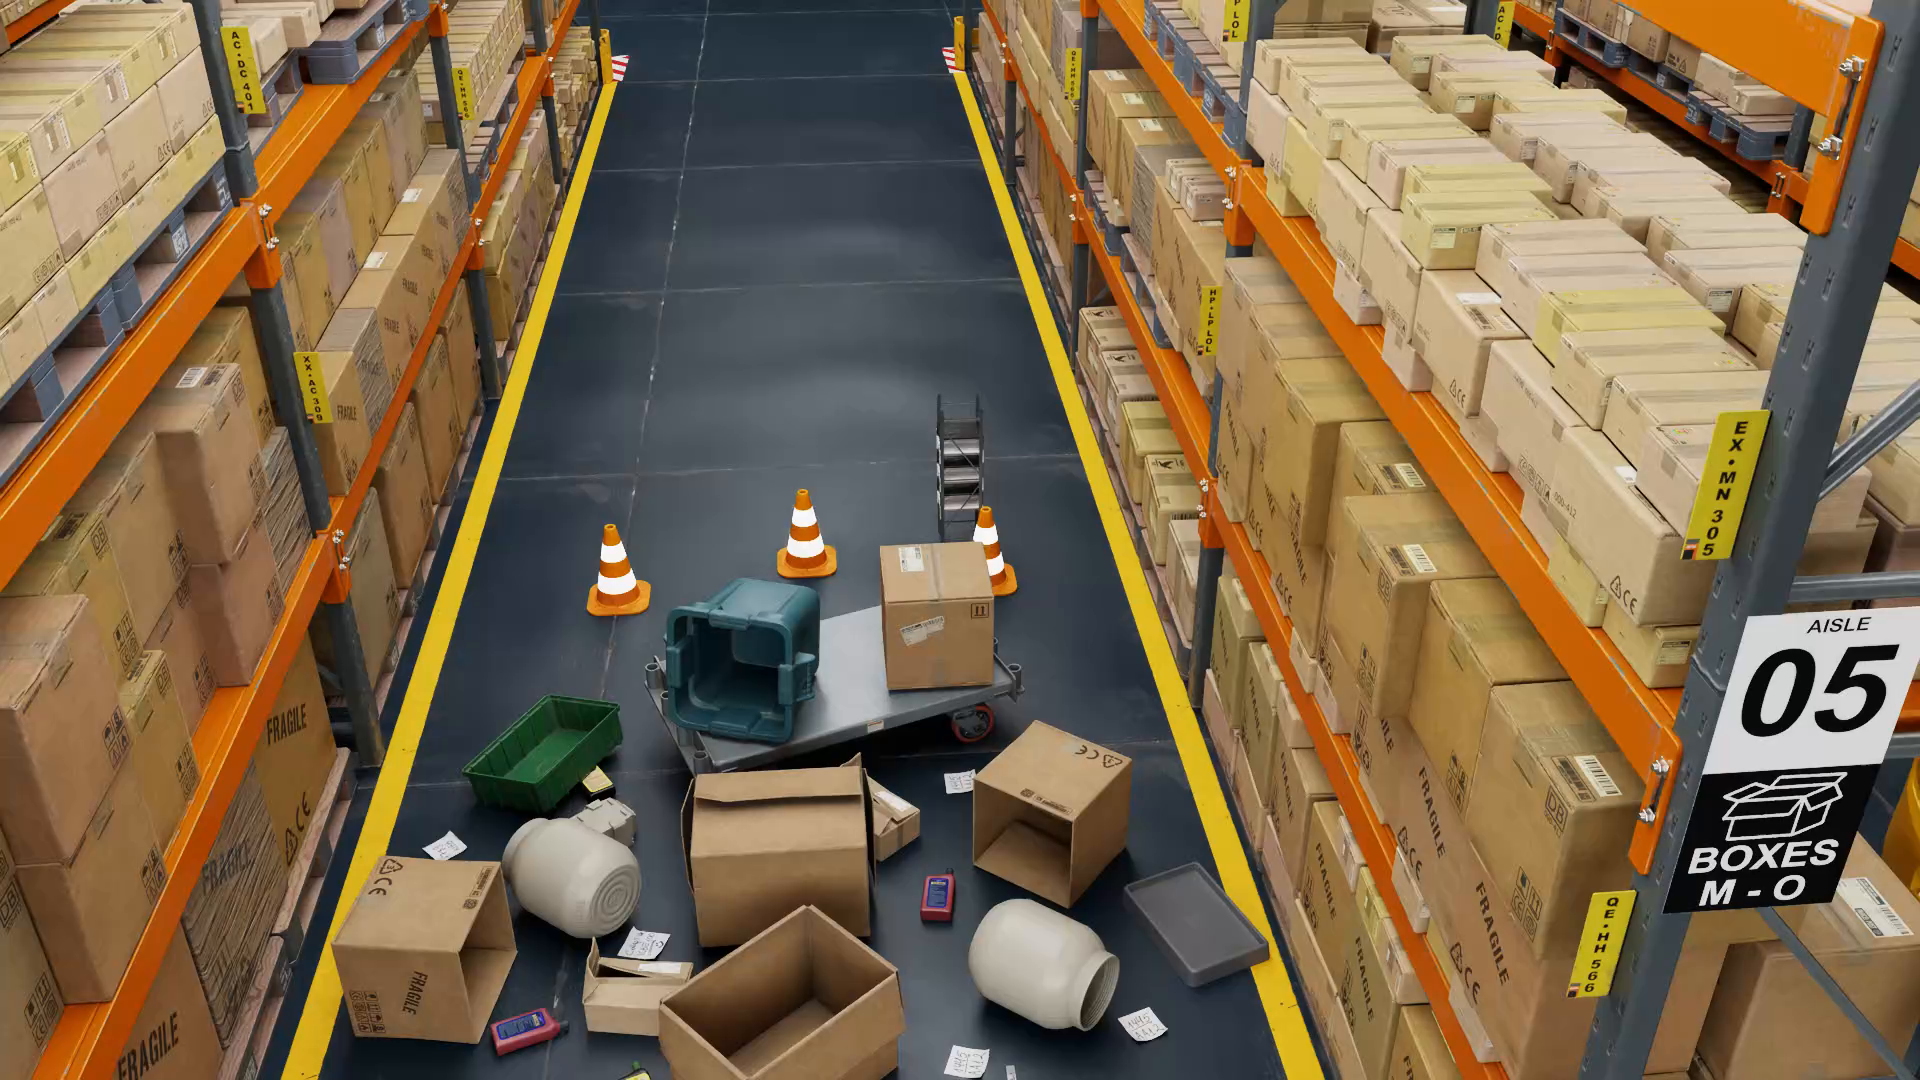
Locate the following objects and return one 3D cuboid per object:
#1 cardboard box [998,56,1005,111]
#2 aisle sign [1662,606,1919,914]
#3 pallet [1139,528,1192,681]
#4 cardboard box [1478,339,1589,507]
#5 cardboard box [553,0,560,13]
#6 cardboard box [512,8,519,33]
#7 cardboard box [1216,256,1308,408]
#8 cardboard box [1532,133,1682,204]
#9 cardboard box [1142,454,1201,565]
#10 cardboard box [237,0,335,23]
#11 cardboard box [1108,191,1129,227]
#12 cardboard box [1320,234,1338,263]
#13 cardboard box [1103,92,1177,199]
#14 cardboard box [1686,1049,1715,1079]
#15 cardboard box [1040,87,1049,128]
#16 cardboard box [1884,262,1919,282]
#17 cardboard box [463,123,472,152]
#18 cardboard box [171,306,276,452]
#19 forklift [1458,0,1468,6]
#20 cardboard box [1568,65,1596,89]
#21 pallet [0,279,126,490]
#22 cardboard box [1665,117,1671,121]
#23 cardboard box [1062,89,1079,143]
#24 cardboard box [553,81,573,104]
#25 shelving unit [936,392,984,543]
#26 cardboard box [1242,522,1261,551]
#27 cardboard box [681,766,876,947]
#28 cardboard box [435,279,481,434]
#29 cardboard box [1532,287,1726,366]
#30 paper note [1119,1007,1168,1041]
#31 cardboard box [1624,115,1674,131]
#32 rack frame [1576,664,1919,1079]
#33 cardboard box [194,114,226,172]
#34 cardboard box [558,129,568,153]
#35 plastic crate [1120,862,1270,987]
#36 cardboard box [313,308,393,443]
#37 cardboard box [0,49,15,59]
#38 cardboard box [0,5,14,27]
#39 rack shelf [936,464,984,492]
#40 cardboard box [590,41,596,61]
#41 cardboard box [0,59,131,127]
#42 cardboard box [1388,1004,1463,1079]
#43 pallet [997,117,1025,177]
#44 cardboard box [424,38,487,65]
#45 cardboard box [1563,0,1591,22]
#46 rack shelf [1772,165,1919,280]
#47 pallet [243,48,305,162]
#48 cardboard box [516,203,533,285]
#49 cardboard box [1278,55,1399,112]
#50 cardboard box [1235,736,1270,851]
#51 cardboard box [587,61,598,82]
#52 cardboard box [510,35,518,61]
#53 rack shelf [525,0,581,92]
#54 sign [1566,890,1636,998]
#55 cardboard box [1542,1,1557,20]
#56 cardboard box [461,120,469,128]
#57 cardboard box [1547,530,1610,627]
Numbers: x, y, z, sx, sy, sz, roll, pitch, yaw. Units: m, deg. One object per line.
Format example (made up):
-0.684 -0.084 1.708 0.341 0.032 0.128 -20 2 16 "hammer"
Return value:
0.871 -4.440 16.349 0.875 0.438 0.875 -4 31 -6 "cardboard box"
1.746 0.479 3.489 0.394 0.787 0.004 -3 31 -5 "aisle sign"
1.581 0.307 9.031 1.003 0.211 1.213 -3 31 -5 "pallet"
1.680 -0.308 4.272 0.500 0.250 0.500 -3 31 -5 "cardboard box"
-3.860 -4.977 14.769 0.500 0.500 0.500 -3 31 -5 "cardboard box"
-3.752 -4.161 13.336 0.380 0.149 0.250 -3 31 -4 "cardboard box"
1.480 -0.858 6.899 0.700 0.500 0.500 -3 31 -5 "cardboard box"
2.090 -1.205 5.384 0.380 0.149 0.250 -2 31 -4 "cardboard box"
1.533 -0.180 9.279 0.950 0.372 0.625 -1 31 -1 "cardboard box"
-3.228 -2.623 7.916 0.396 0.266 0.258 -3 31 -5 "cardboard box"
1.104 -2.004 10.015 0.380 0.149 0.250 -3 31 -4 "cardboard box"
1.526 -1.115 6.011 0.380 0.149 0.250 -2 31 -3 "cardboard box"
1.149 -2.380 10.012 0.500 0.500 0.500 -1 31 -2 "cardboard box"
2.203 1.474 4.603 0.380 0.149 0.250 -3 31 -4 "cardboard box"
0.881 -3.235 12.387 0.500 0.250 0.500 -3 31 -5 "cardboard box"
6.268 -1.617 11.438 0.875 0.625 0.625 -2 31 -3 "cardboard box"
-3.503 -2.694 11.171 0.380 0.149 0.250 -1 31 -2 "cardboard box"
-3.264 -0.542 6.534 0.875 0.550 0.550 -3 31 -5 "cardboard box"
2.856 -2.541 11.147 1.130 2.935 3.031 3 31 5 "forklift"
5.678 -4.137 14.858 0.380 0.149 0.250 -3 31 -5 "cardboard box"
-3.087 -0.414 4.680 1.003 0.211 1.213 -3 31 -5 "pallet"
6.282 -3.642 14.317 0.380 0.149 0.250 -4 31 -7 "cardboard box"
0.983 -2.921 11.374 0.500 0.250 0.500 -3 31 -5 "cardboard box"
-3.866 -4.222 15.685 0.380 0.149 0.250 -2 31 -4 "cardboard box"
-0.001 -0.390 9.527 0.258 0.900 0.210 -3 31 -5 "shelving unit"
1.440 -0.082 7.208 0.380 0.149 0.250 -2 31 -3 "cardboard box"
-0.752 1.310 6.934 0.797 0.637 0.503 -3 31 -5 "cardboard box"
-3.670 -1.146 10.528 1.050 0.750 0.750 -3 31 -5 "cardboard box"
1.703 -0.526 4.249 0.380 0.149 0.250 -3 31 -4 "cardboard box"
0.720 1.903 6.535 0.142 0.019 0.148 -14 33 -22 "paper note"
5.781 -3.470 14.030 0.380 0.149 0.250 -3 31 -5 "cardboard box"
2.029 1.549 4.232 1.000 3.000 0.127 -3 31 -5 "rack frame"
-2.912 -1.437 6.043 0.380 0.149 0.250 -3 31 -5 "cardboard box"
-3.727 -3.573 14.888 0.380 0.149 0.250 -1 31 -2 "cardboard box"
0.985 1.601 6.992 0.402 0.080 0.583 -14 33 -22 "plastic crate"
-3.093 -0.786 8.044 0.500 0.500 0.500 -3 31 -4 "cardboard box"
-3.497 -1.516 5.787 0.500 0.250 0.500 -3 31 -4 "cardboard box"
-8.756 -4.695 14.931 0.380 0.149 0.250 -3 31 -5 "cardboard box"
-0.001 -0.362 9.544 0.258 0.077 0.200 -3 31 -5 "rack shelf"
-4.052 -5.159 17.543 0.380 0.149 0.250 -4 31 -6 "cardboard box"
-2.843 -1.393 5.193 0.380 0.149 0.250 -2 31 -4 "cardboard box"
1.694 1.831 5.301 0.500 0.500 0.500 -3 31 -4 "cardboard box"
0.914 -3.772 15.860 1.003 0.211 1.213 -3 31 -5 "pallet"
-3.612 -3.491 11.924 0.380 0.149 0.250 -2 31 -3 "cardboard box"
5.672 -4.783 14.325 0.700 0.500 0.500 -2 31 -3 "cardboard box"
6.410 -1.445 9.946 1.077 0.370 4.000 -3 31 -5 "rack shelf"
-3.399 -1.876 7.227 0.805 0.209 1.217 -4 31 -7 "pallet"
-3.553 -2.245 12.613 0.500 0.500 0.500 -4 31 -6 "cardboard box"
1.413 -1.707 6.226 0.380 0.149 0.250 -2 31 -3 "cardboard box"
1.502 1.093 7.267 0.500 0.250 0.500 -1 31 -2 "cardboard box"
-4.003 -4.902 17.403 0.380 0.149 0.250 -2 31 -3 "cardboard box"
-3.731 -3.908 13.203 0.380 0.149 0.250 -3 31 -5 "cardboard box"
-4.198 -5.001 15.899 1.077 0.370 4.000 -3 31 -5 "rack shelf"
1.474 0.933 3.826 0.100 0.325 0.005 -3 31 -5 "sign"
5.568 -4.860 15.207 0.380 0.149 0.250 -2 31 -4 "cardboard box"
-3.510 -2.841 11.128 0.380 0.149 0.250 -1 31 -2 "cardboard box"
1.661 0.075 4.019 0.380 0.149 0.250 -3 31 -4 "cardboard box"
